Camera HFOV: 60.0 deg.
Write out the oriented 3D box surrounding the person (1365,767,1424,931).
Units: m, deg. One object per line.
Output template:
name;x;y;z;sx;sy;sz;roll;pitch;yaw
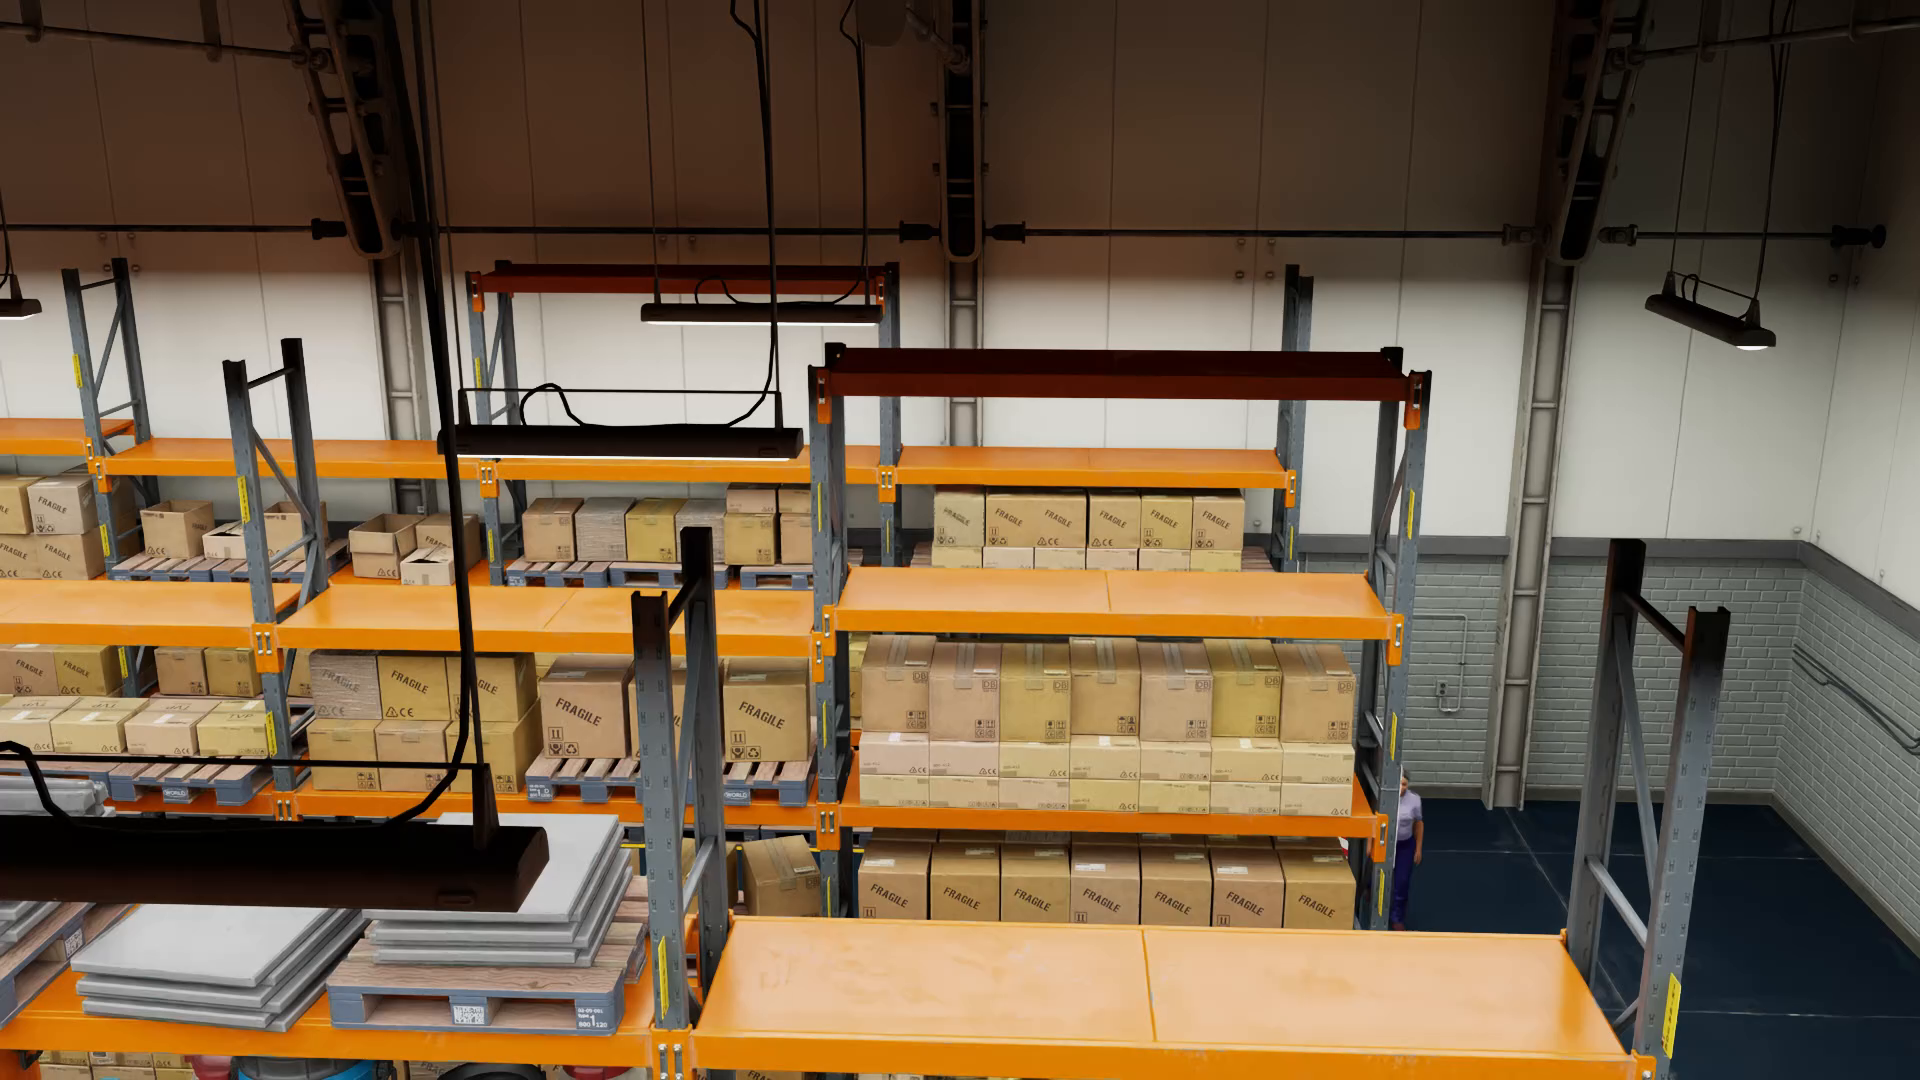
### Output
person;4.109;2.875;15.747;0.524;1.638;0.630;5;17;15
